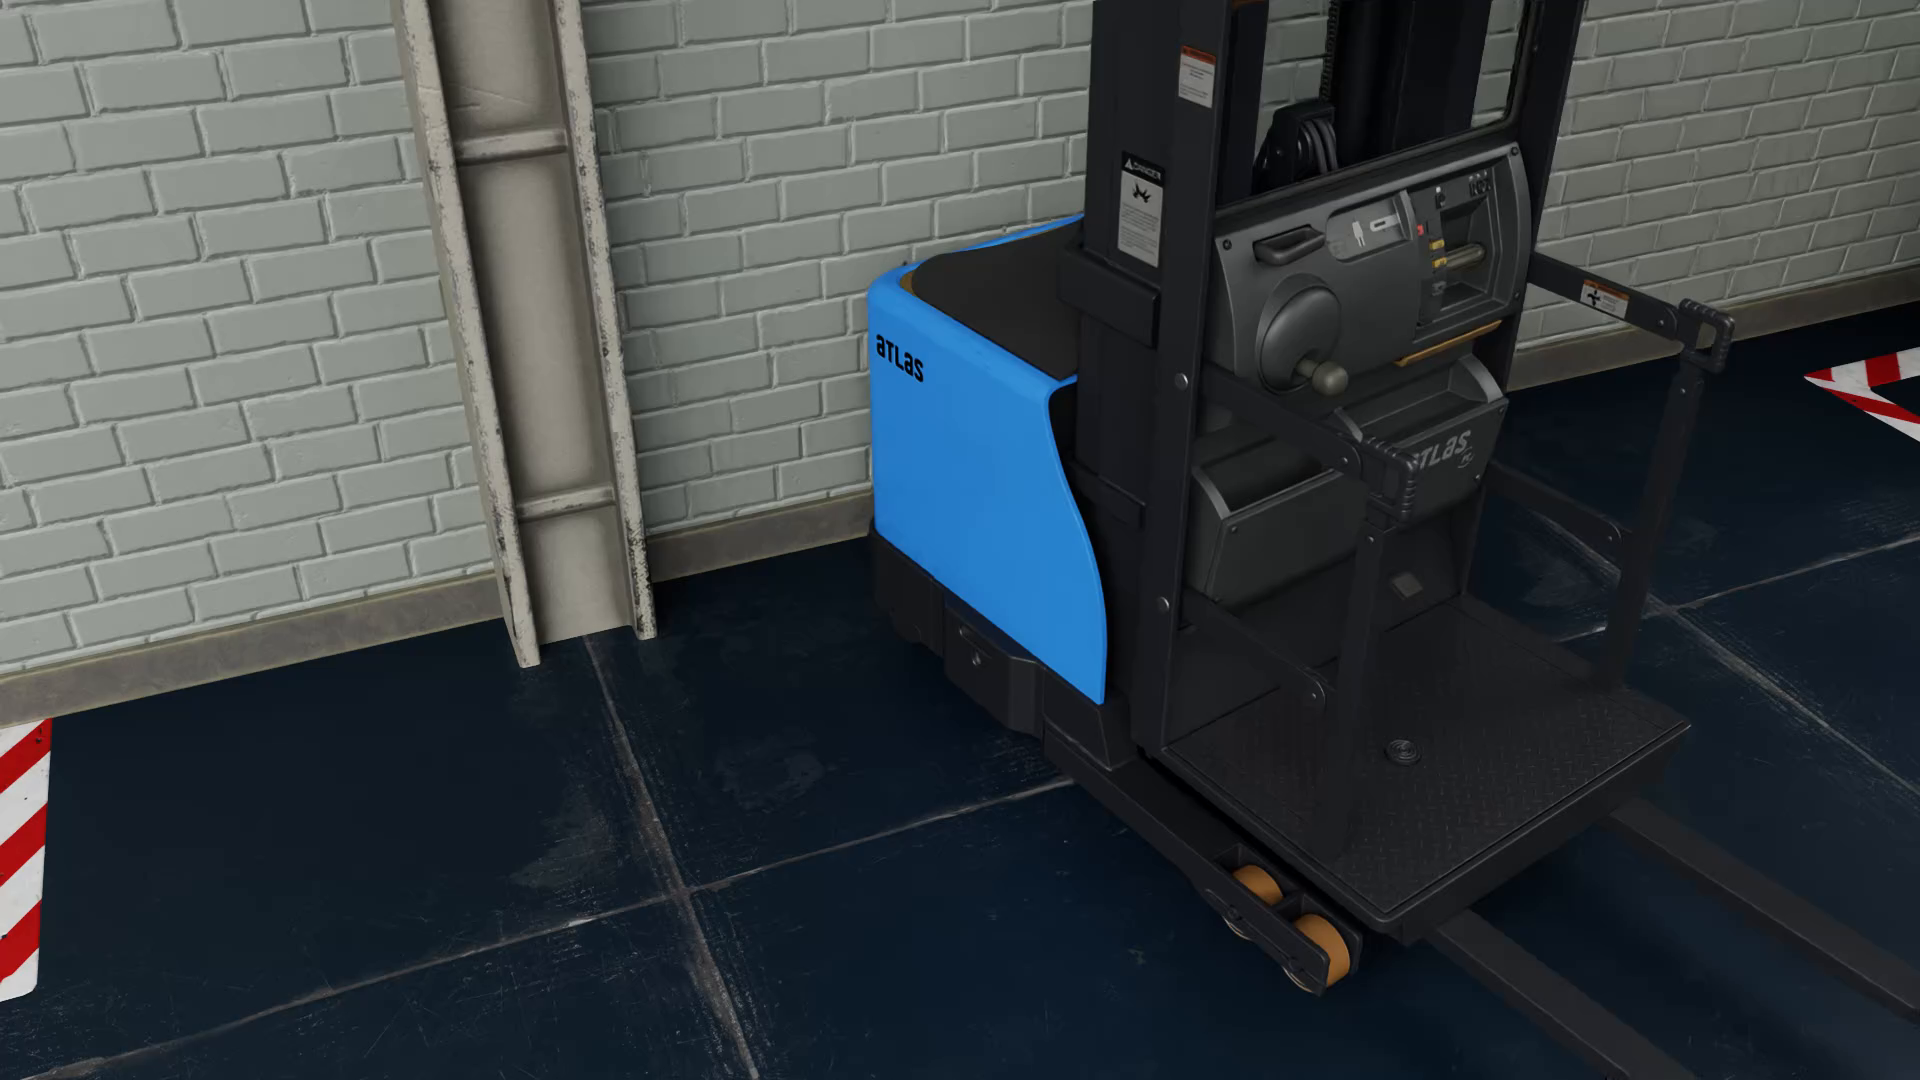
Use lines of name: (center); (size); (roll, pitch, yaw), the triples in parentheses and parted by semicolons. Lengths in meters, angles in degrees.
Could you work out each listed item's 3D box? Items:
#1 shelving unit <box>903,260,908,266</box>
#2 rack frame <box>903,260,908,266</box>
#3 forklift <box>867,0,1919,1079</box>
shelving unit: (-0.016, -0.395, 5.019); (0.210, 0.900, 0.258); (-13, 33, -19)
rack frame: (-0.109, -0.374, 4.986); (0.006, 0.900, 0.240); (-13, 33, -19)
forklift: (1.019, -0.530, 3.377); (1.130, 2.935, 3.031); (-22, 39, -30)
